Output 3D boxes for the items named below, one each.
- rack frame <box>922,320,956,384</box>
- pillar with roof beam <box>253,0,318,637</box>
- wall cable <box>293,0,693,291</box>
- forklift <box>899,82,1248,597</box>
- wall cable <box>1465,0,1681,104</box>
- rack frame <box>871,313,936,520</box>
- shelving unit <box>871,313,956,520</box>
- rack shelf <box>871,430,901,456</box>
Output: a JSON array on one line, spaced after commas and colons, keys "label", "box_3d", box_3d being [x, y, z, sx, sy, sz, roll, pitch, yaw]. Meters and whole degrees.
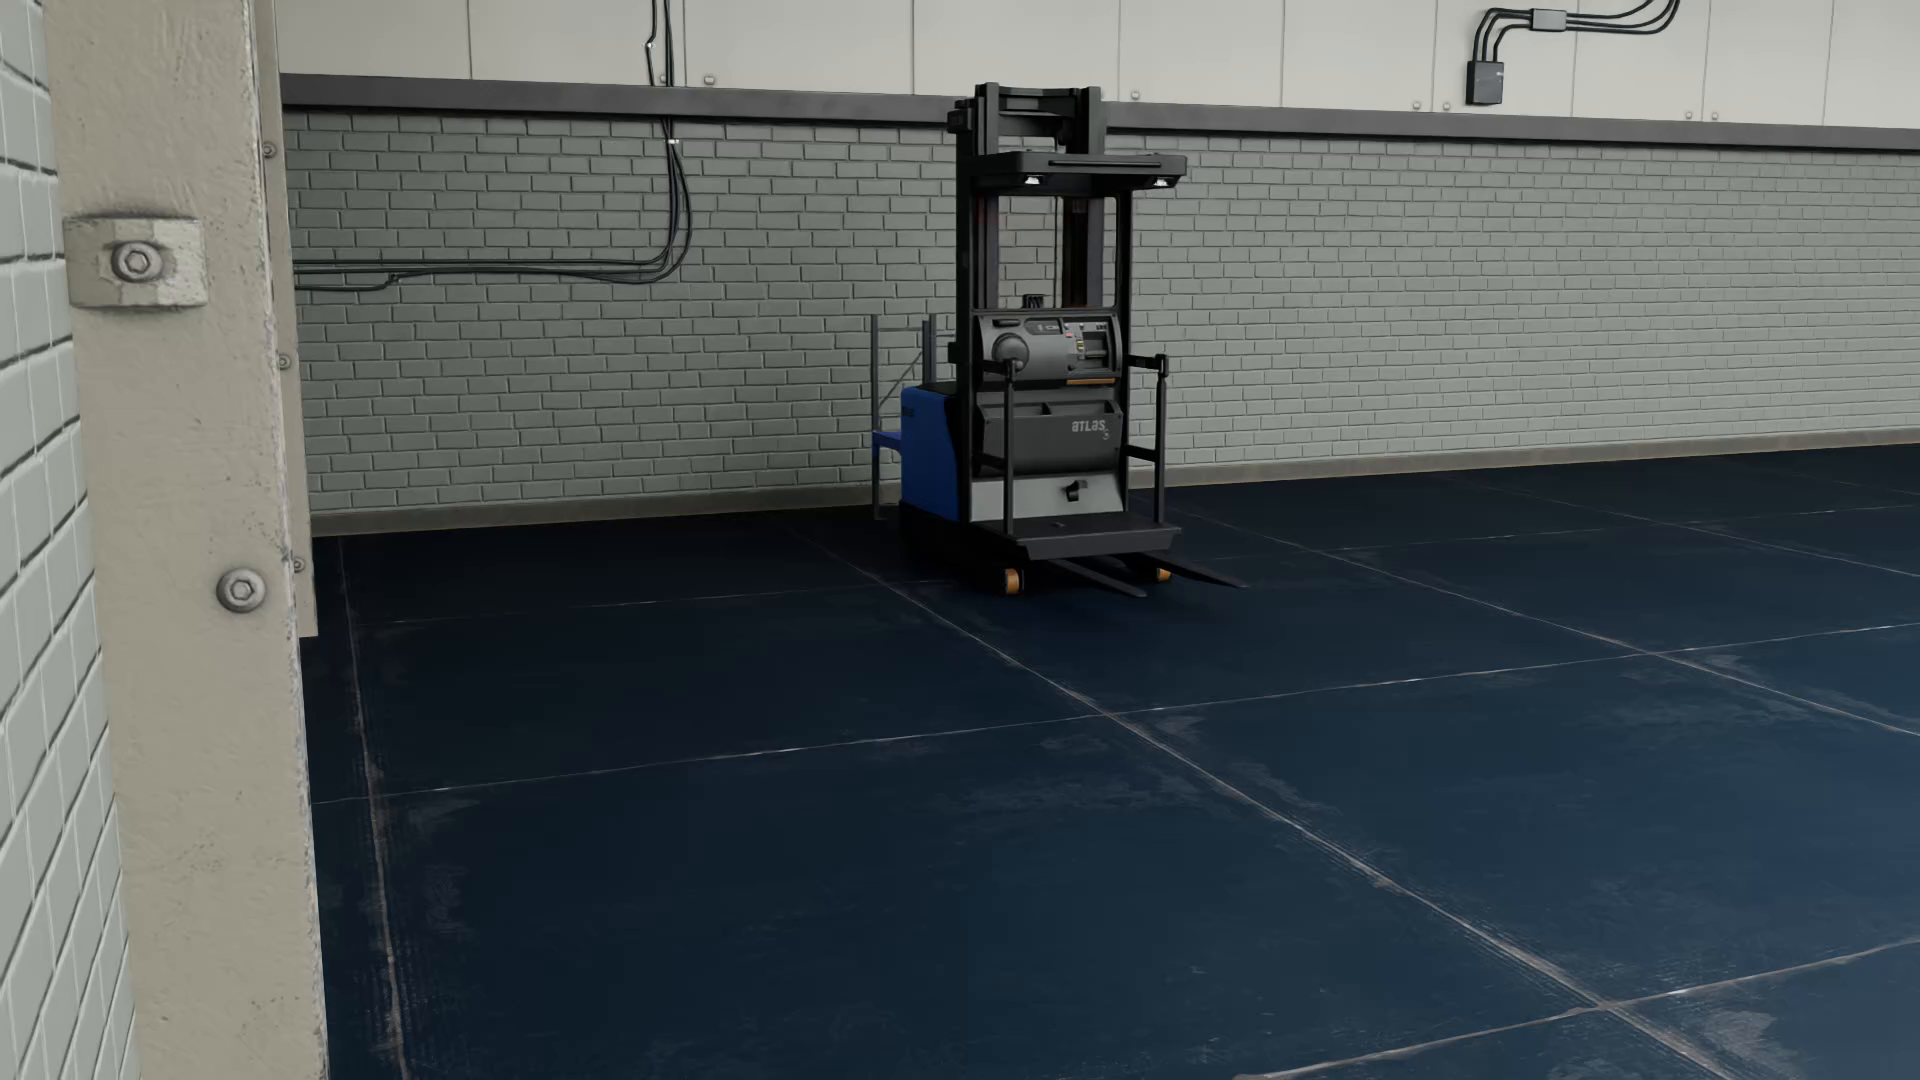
[{"label": "rack frame", "box_3d": [-0.016, -0.742, 11.306, 0.500, 1.500, 0.032, -4, 11, -22]}, {"label": "pillar with roof beam", "box_3d": [0.467, -4.229, 9.499, 9.100, 9.000, 0.400, -4, 11, -21]}, {"label": "wall cable", "box_3d": [-3.380, -2.992, 11.410, 3.097, 2.526, 0.112, -4, 11, -21]}, {"label": "forklift", "box_3d": [0.630, -1.203, 9.813, 1.130, 2.935, 3.031, -4, 11, -22]}, {"label": "wall cable", "box_3d": [5.474, -6.795, 14.213, 2.305, 6.003, 0.169, -4, 11, -21]}, {"label": "rack frame", "box_3d": [-0.410, -0.906, 12.229, 0.500, 1.500, 0.032, -4, 11, -22]}, {"label": "shelving unit", "box_3d": [-0.213, -0.824, 11.768, 0.538, 1.500, 1.048, -4, 11, -22]}, {"label": "rack shelf", "box_3d": [-0.213, -0.646, 11.799, 0.538, 0.185, 1.000, -4, 11, -22]}]
